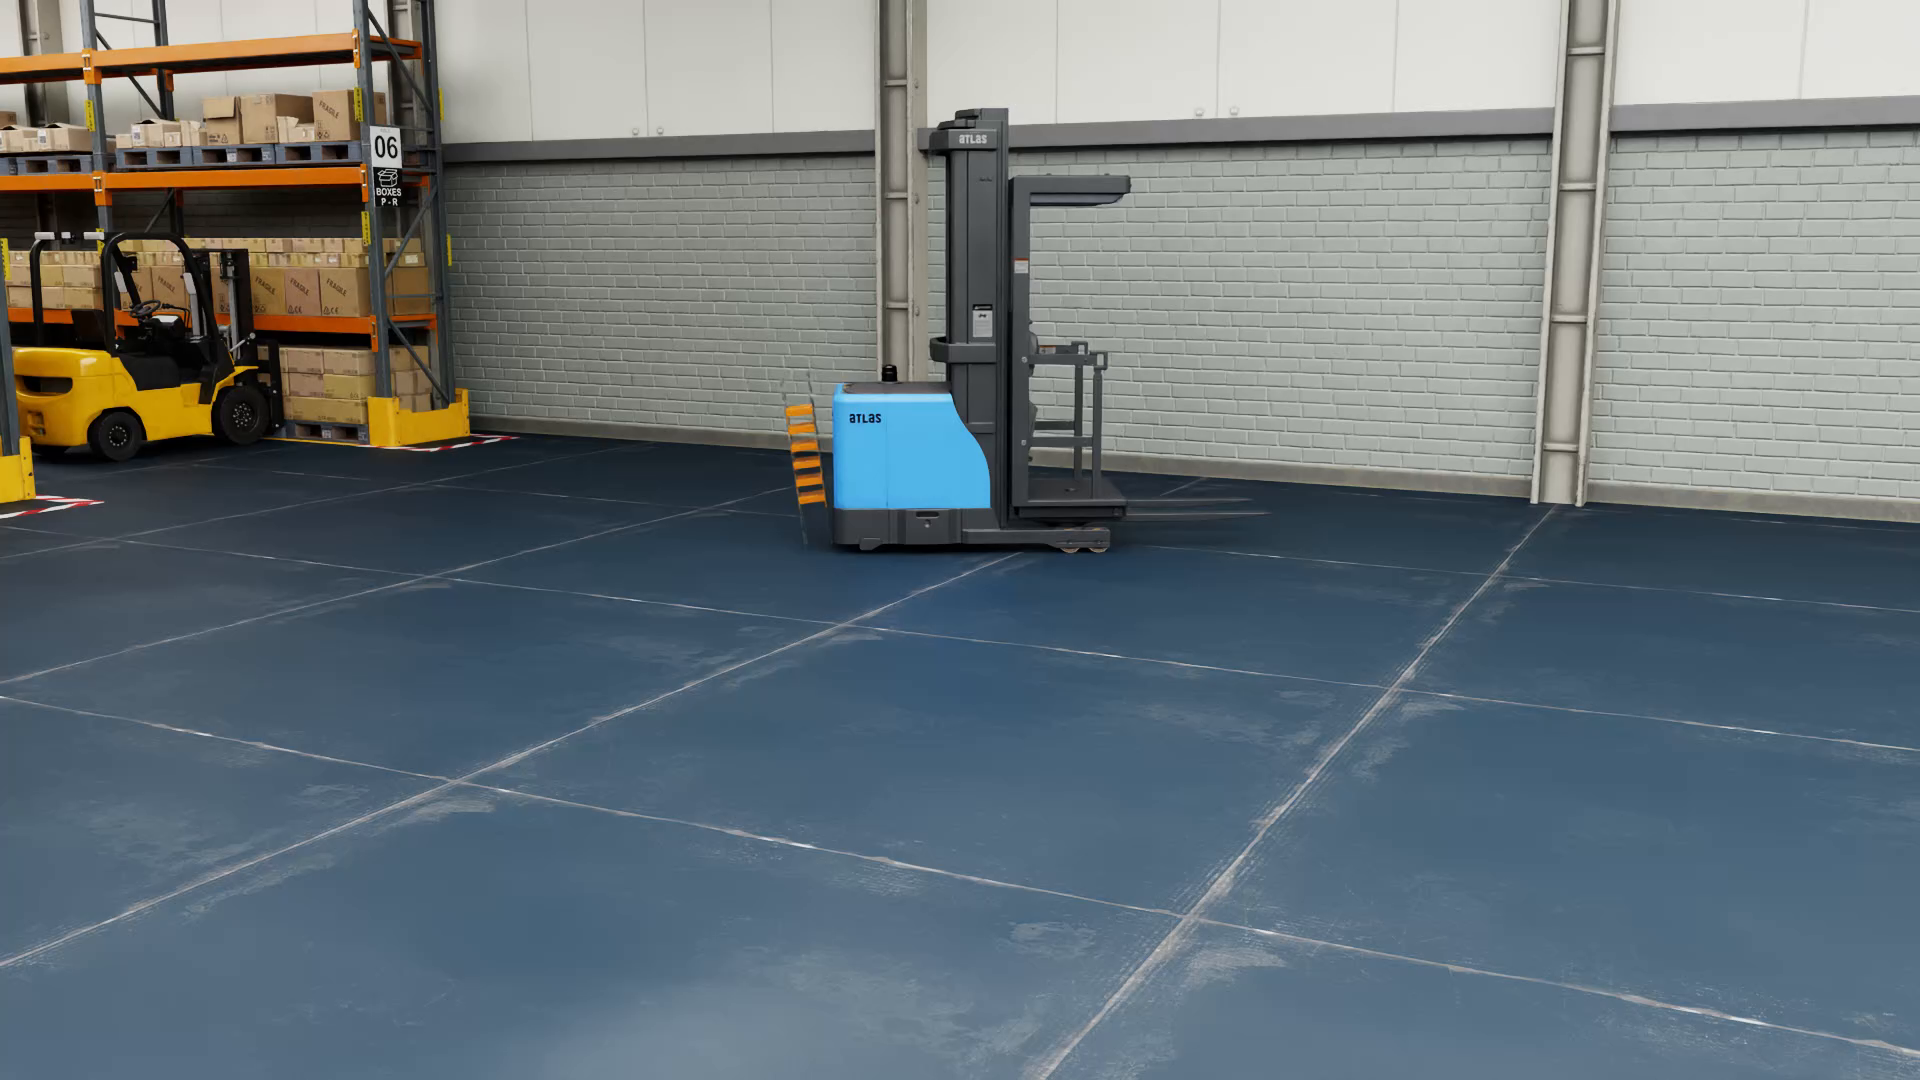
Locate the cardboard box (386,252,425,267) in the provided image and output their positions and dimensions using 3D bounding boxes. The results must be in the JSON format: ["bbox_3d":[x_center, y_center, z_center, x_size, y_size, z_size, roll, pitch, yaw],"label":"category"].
[{"bbox_3d":[-5.893,-2.966,17.594,0.250,0.149,0.380,5,11,24],"label":"cardboard box"}]

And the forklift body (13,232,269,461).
[{"bbox_3d":[-8.211,-1.970,16.576,1.214,2.155,2.313,5,11,26],"label":"forklift body"}]

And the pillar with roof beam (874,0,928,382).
[{"bbox_3d":[-2.453,-4.520,11.437,0.400,9.000,9.100,5,11,26],"label":"pillar with roof beam"}]

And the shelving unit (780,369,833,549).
[{"bbox_3d":[-1.047,-0.554,11.379,0.189,1.200,0.258,-8,11,-2],"label":"shelving unit"}]

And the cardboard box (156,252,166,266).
[{"bbox_3d":[-8.642,-3.110,18.388,0.250,0.149,0.380,5,11,26],"label":"cardboard box"}]

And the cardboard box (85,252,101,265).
[{"bbox_3d":[-9.695,-3.205,18.912,0.250,0.149,0.380,5,12,28],"label":"cardboard box"}]

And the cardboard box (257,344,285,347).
[{"bbox_3d":[-7.623,-1.980,17.983,0.500,0.250,0.500,5,11,25],"label":"cardboard box"}]

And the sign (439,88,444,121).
[{"bbox_3d":[-5.453,-4.563,17.419,0.005,0.325,0.100,5,11,26],"label":"sign"}]

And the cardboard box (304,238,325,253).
[{"bbox_3d":[-6.600,-3.070,17.331,0.250,0.149,0.380,5,12,27],"label":"cardboard box"}]

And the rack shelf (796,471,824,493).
[{"bbox_3d":[-1.026,-0.394,11.410,0.180,0.103,0.258,-8,11,-2],"label":"rack shelf"}]

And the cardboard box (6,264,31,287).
[{"bbox_3d":[-10.764,-3.095,19.428,0.500,0.250,0.500,5,12,27],"label":"cardboard box"}]

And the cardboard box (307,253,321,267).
[{"bbox_3d":[-6.586,-2.926,17.373,0.250,0.149,0.380,5,12,27],"label":"cardboard box"}]

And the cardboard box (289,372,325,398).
[{"bbox_3d":[-6.723,-1.659,17.611,0.500,0.250,0.500,5,11,25],"label":"cardboard box"}]

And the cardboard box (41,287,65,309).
[{"bbox_3d":[-10.312,-2.808,19.242,0.500,0.250,0.500,5,11,25],"label":"cardboard box"}]

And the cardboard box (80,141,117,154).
[{"bbox_3d":[-9.965,-4.551,19.278,0.250,0.149,0.380,5,11,26],"label":"cardboard box"}]

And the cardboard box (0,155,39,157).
[{"bbox_3d":[-11.308,-4.682,19.950,0.250,0.166,0.380,5,11,26],"label":"cardboard box"}]

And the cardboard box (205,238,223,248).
[{"bbox_3d":[-7.946,-3.198,18.041,0.250,0.149,0.380,5,11,26],"label":"cardboard box"}]

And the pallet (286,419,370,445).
[{"bbox_3d":[-6.408,-1.211,17.829,1.213,0.211,1.003,5,11,26],"label":"pallet"}]

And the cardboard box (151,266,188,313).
[{"bbox_3d":[-8.534,-2.779,18.381,0.500,0.500,0.500,5,12,27],"label":"cardboard box"}]

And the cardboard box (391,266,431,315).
[{"bbox_3d":[-6.025,-2.662,17.736,0.500,0.500,0.500,5,12,28],"label":"cardboard box"}]

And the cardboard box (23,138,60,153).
[{"bbox_3d":[-10.411,-4.491,18.946,0.250,0.149,0.380,5,11,26],"label":"cardboard box"}]

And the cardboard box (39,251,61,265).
[{"bbox_3d":[-10.425,-3.249,19.159,0.250,0.149,0.380,5,11,24],"label":"cardboard box"}]

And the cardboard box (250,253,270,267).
[{"bbox_3d":[-7.300,-2.978,17.658,0.250,0.149,0.380,5,11,26],"label":"cardboard box"}]

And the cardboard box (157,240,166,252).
[{"bbox_3d":[-8.629,-3.262,18.395,0.250,0.149,0.380,5,11,25],"label":"cardboard box"}]

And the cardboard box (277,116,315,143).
[{"bbox_3d":[-6.808,-4.232,17.186,0.258,0.266,0.396,5,11,26],"label":"cardboard box"}]

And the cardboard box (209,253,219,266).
[{"bbox_3d":[-7.986,-3.041,18.006,0.250,0.149,0.380,5,11,24],"label":"cardboard box"}]

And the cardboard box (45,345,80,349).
[{"bbox_3d":[-10.456,-1.985,19.762,0.625,0.625,0.875,5,11,25],"label":"cardboard box"}]

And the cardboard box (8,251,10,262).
[{"bbox_3d":[-11.126,-3.309,19.489,0.250,0.149,0.380,5,11,24],"label":"cardboard box"}]

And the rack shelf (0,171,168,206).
[{"bbox_3d":[-11.084,-4.124,19.694,4.000,0.370,1.077,5,11,26],"label":"rack shelf"}]

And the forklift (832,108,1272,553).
[{"bbox_3d":[0.627,-1.448,11.504,3.031,2.935,1.130,-1,10,-3],"label":"forklift"}]

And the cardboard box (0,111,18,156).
[{"bbox_3d":[-11.423,-4.765,19.472,0.500,0.500,0.500,5,12,27],"label":"cardboard box"}]

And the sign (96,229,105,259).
[{"bbox_3d":[-9.522,-3.288,18.447,0.005,0.325,0.100,5,11,26],"label":"sign"}]

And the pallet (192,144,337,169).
[{"bbox_3d":[-7.424,-4.118,17.886,1.213,0.211,1.003,5,11,26],"label":"pallet"}]

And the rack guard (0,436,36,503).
[{"bbox_3d":[-7.965,-0.512,13.158,0.348,0.500,1.175,5,11,26],"label":"rack guard"}]

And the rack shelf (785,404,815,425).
[{"bbox_3d":[-1.087,-0.862,11.322,0.180,0.103,0.258,-8,11,-2],"label":"rack shelf"}]

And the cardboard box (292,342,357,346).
[{"bbox_3d":[-6.944,-2.023,18.221,0.500,0.250,0.500,5,11,25],"label":"cardboard box"}]

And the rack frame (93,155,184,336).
[{"bbox_3d":[-9.291,-2.845,19.026,0.127,3.000,1.000,5,11,26],"label":"rack frame"}]

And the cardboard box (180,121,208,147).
[{"bbox_3d":[-8.094,-4.345,17.810,0.258,0.266,0.396,5,11,24],"label":"cardboard box"}]

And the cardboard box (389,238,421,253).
[{"bbox_3d":[-5.910,-3.105,17.526,0.250,0.149,0.380,5,11,25],"label":"cardboard box"}]

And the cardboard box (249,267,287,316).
[{"bbox_3d":[-7.182,-2.658,17.715,0.500,0.500,0.500,5,11,25],"label":"cardboard box"}]

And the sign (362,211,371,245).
[{"bbox_3d":[-5.956,-3.130,16.687,0.005,0.325,0.100,5,11,26],"label":"sign"}]

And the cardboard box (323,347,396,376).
[{"bbox_3d":[-6.254,-1.862,17.328,0.500,0.250,0.500,5,12,28],"label":"cardboard box"}]

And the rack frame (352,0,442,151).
[{"bbox_3d":[-5.703,-5.482,16.750,0.127,3.000,1.000,5,11,26],"label":"rack frame"}]

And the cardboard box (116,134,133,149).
[{"bbox_3d":[-9.023,-4.369,18.271,0.250,0.149,0.380,5,12,27],"label":"cardboard box"}]

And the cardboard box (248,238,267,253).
[{"bbox_3d":[-7.307,-3.123,17.628,0.250,0.149,0.380,5,12,27],"label":"cardboard box"}]

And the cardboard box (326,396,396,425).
[{"bbox_3d":[-6.265,-1.370,17.418,0.500,0.250,0.500,5,11,26],"label":"cardboard box"}]

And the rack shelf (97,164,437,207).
[{"bbox_3d":[-7.497,-3.809,17.952,4.000,0.370,1.077,5,11,26],"label":"rack shelf"}]
